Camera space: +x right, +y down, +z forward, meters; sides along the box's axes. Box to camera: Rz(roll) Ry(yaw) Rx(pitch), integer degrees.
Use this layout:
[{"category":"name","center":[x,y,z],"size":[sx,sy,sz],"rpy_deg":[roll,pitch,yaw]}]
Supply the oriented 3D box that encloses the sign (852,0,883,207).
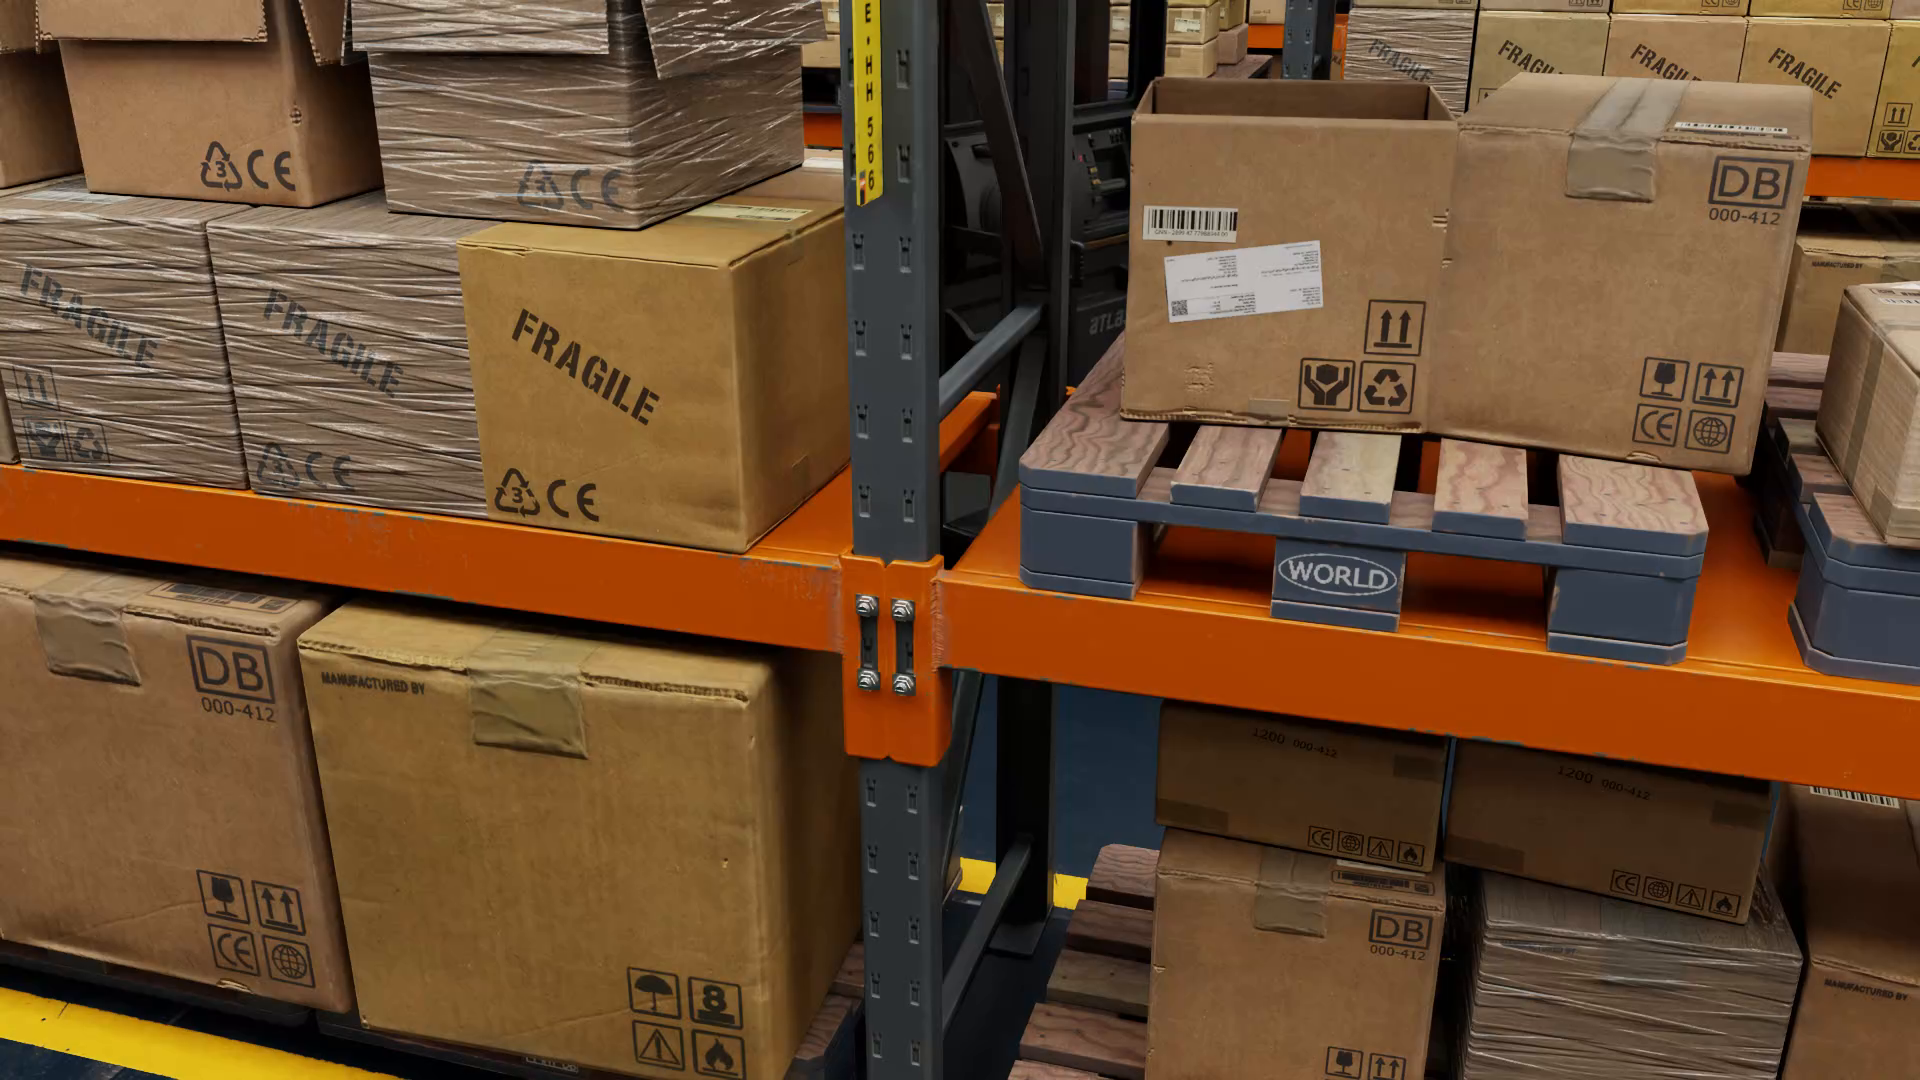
[{"category":"sign","center":[-0.131,-0.647,2.368],"size":[0.005,0.325,0.100],"rpy_deg":[7,23,16]}]

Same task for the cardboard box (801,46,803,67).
[{"category":"cardboard box","center":[-0.778,-2.269,7.627],"size":[0.250,0.149,0.380],"rpy_deg":[6,23,15]}]

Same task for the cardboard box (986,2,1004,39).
[{"category":"cardboard box","center":[0.203,-2.292,7.292],"size":[0.250,0.149,0.380],"rpy_deg":[7,23,16]}]

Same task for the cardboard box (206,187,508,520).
[{"category":"cardboard box","center":[-0.994,-0.380,3.112],"size":[0.500,0.500,0.500],"rpy_deg":[6,23,15]}]

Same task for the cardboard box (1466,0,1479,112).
[{"category":"cardboard box","center":[2.541,-2.143,7.411],"size":[0.500,0.500,0.500],"rpy_deg":[7,23,16]}]

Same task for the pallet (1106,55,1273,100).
[{"category":"pallet","center":[0.843,-2.055,7.579],"size":[1.003,0.211,1.213],"rpy_deg":[7,23,16]}]

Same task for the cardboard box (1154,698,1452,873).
[{"category":"cardboard box","center":[0.676,0.356,3.176],"size":[0.500,0.250,0.500],"rpy_deg":[8,23,18]}]

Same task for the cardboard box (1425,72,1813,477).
[{"category":"cardboard box","center":[1.118,-0.484,2.812],"size":[0.500,0.500,0.700],"rpy_deg":[10,24,23]}]

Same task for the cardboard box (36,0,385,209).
[{"category":"cardboard box","center":[-1.292,-0.982,3.257],"size":[0.637,0.503,0.797],"rpy_deg":[7,23,17]}]

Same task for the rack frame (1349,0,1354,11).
[{"category":"rack frame","center":[2.889,-3.914,11.858],"size":[0.127,3.000,1.000],"rpy_deg":[7,23,16]}]

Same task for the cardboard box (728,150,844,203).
[{"category":"cardboard box","center":[-0.361,-0.511,3.432],"size":[0.500,0.500,0.500],"rpy_deg":[7,23,17]}]

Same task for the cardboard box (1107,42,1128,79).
[{"category":"cardboard box","center":[0.713,-2.097,7.207],"size":[0.250,0.149,0.380],"rpy_deg":[6,23,15]}]

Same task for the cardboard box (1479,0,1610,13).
[{"category":"cardboard box","center":[2.467,-2.505,6.975],"size":[0.500,0.500,0.700],"rpy_deg":[6,23,15]}]

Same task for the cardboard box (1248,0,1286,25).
[{"category":"cardboard box","center":[2.330,-3.805,11.792],"size":[0.500,0.250,0.500],"rpy_deg":[6,23,14]}]

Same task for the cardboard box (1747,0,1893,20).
[{"category":"cardboard box","center":[3.448,-2.394,6.704],"size":[0.500,0.500,0.700],"rpy_deg":[6,23,15]}]

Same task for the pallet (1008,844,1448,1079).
[{"category":"pallet","center":[0.774,1.063,3.399],"size":[1.213,0.211,1.003],"rpy_deg":[7,23,16]}]

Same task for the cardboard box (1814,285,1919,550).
[{"category":"cardboard box","center":[1.564,-0.171,2.377],"size":[0.500,0.250,0.500],"rpy_deg":[6,23,14]}]

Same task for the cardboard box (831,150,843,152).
[{"category":"cardboard box","center":[-0.489,-1.823,8.515],"size":[0.500,0.250,0.500],"rpy_deg":[5,23,13]}]

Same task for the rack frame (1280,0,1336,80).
[{"category":"rack frame","center":[1.556,-2.104,7.447],"size":[0.127,3.000,1.000],"rpy_deg":[7,23,16]}]

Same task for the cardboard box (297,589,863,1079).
[{"category":"cardboard box","center":[-0.629,0.393,3.607],"size":[0.875,0.875,1.225],"rpy_deg":[5,23,13]}]

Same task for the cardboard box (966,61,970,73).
[{"category":"cardboard box","center":[-0.029,-2.183,7.416],"size":[0.250,0.149,0.380],"rpy_deg":[6,23,13]}]

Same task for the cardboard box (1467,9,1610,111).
[{"category":"cardboard box","center":[2.395,-1.948,6.935],"size":[0.500,0.500,0.500],"rpy_deg":[6,23,15]}]

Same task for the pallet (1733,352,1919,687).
[{"category":"pallet","center":[1.933,-0.022,2.624],"size":[1.213,0.211,1.003],"rpy_deg":[7,23,16]}]

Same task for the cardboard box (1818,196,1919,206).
[{"category":"cardboard box","center":[6.215,-2.510,11.346],"size":[0.625,0.372,0.950],"rpy_deg":[7,23,16]}]

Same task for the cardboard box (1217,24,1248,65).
[{"category":"cardboard box","center":[1.186,-2.304,7.713],"size":[0.250,0.149,0.380],"rpy_deg":[6,23,15]}]

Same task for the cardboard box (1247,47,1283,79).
[{"category":"cardboard box","center":[2.251,-3.231,12.440],"size":[0.875,0.875,0.875],"rpy_deg":[6,23,15]}]

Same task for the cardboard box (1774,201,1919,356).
[{"category":"cardboard box","center":[3.842,-0.961,7.072],"size":[0.750,0.750,1.050],"rpy_deg":[7,23,15]}]

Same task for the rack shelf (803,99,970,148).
[{"category":"rack shelf","center":[-0.359,-1.990,8.118],"size":[4.000,0.370,1.077],"rpy_deg":[7,23,16]}]

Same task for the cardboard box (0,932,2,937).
[{"category":"cardboard box","center":[-2.329,0.198,4.082],"size":[0.875,0.875,1.225],"rpy_deg":[6,23,14]}]

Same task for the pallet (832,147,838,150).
[{"category":"pallet","center":[-1.646,-3.174,13.729],"size":[1.213,0.211,1.003],"rpy_deg":[7,23,16]}]

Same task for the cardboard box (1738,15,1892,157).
[{"category":"cardboard box","center":[3.354,-1.837,6.665],"size":[0.500,0.500,0.500],"rpy_deg":[6,23,15]}]

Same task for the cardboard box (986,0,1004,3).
[{"category":"cardboard box","center":[0.207,-2.429,7.234],"size":[0.250,0.149,0.380],"rpy_deg":[7,23,17]}]

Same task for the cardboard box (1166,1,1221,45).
[{"category":"cardboard box","center":[0.951,-2.208,7.087],"size":[0.250,0.149,0.380],"rpy_deg":[7,23,17]}]

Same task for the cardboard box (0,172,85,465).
[{"category":"cardboard box","center":[-1.978,-0.492,3.385],"size":[0.500,0.500,0.500],"rpy_deg":[7,23,17]}]

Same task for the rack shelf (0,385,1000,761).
[{"category":"rack shelf","center":[-1.889,-0.199,3.751],"size":[4.000,0.370,1.077],"rpy_deg":[7,23,16]}]

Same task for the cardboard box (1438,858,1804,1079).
[{"category":"cardboard box","center":[1.208,0.762,3.173],"size":[0.500,0.500,0.700],"rpy_deg":[5,23,11]}]

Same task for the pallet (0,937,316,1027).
[{"category":"pallet","center":[-1.871,0.729,4.215],"size":[1.213,0.211,1.003],"rpy_deg":[7,23,16]}]

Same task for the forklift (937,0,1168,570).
[{"category":"forklift","center":[0.463,-1.165,5.248],"size":[3.031,2.935,1.130],"rpy_deg":[20,30,40]}]

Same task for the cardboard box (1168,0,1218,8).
[{"category":"cardboard box","center":[0.954,-2.344,7.027],"size":[0.250,0.149,0.380],"rpy_deg":[6,23,13]}]
